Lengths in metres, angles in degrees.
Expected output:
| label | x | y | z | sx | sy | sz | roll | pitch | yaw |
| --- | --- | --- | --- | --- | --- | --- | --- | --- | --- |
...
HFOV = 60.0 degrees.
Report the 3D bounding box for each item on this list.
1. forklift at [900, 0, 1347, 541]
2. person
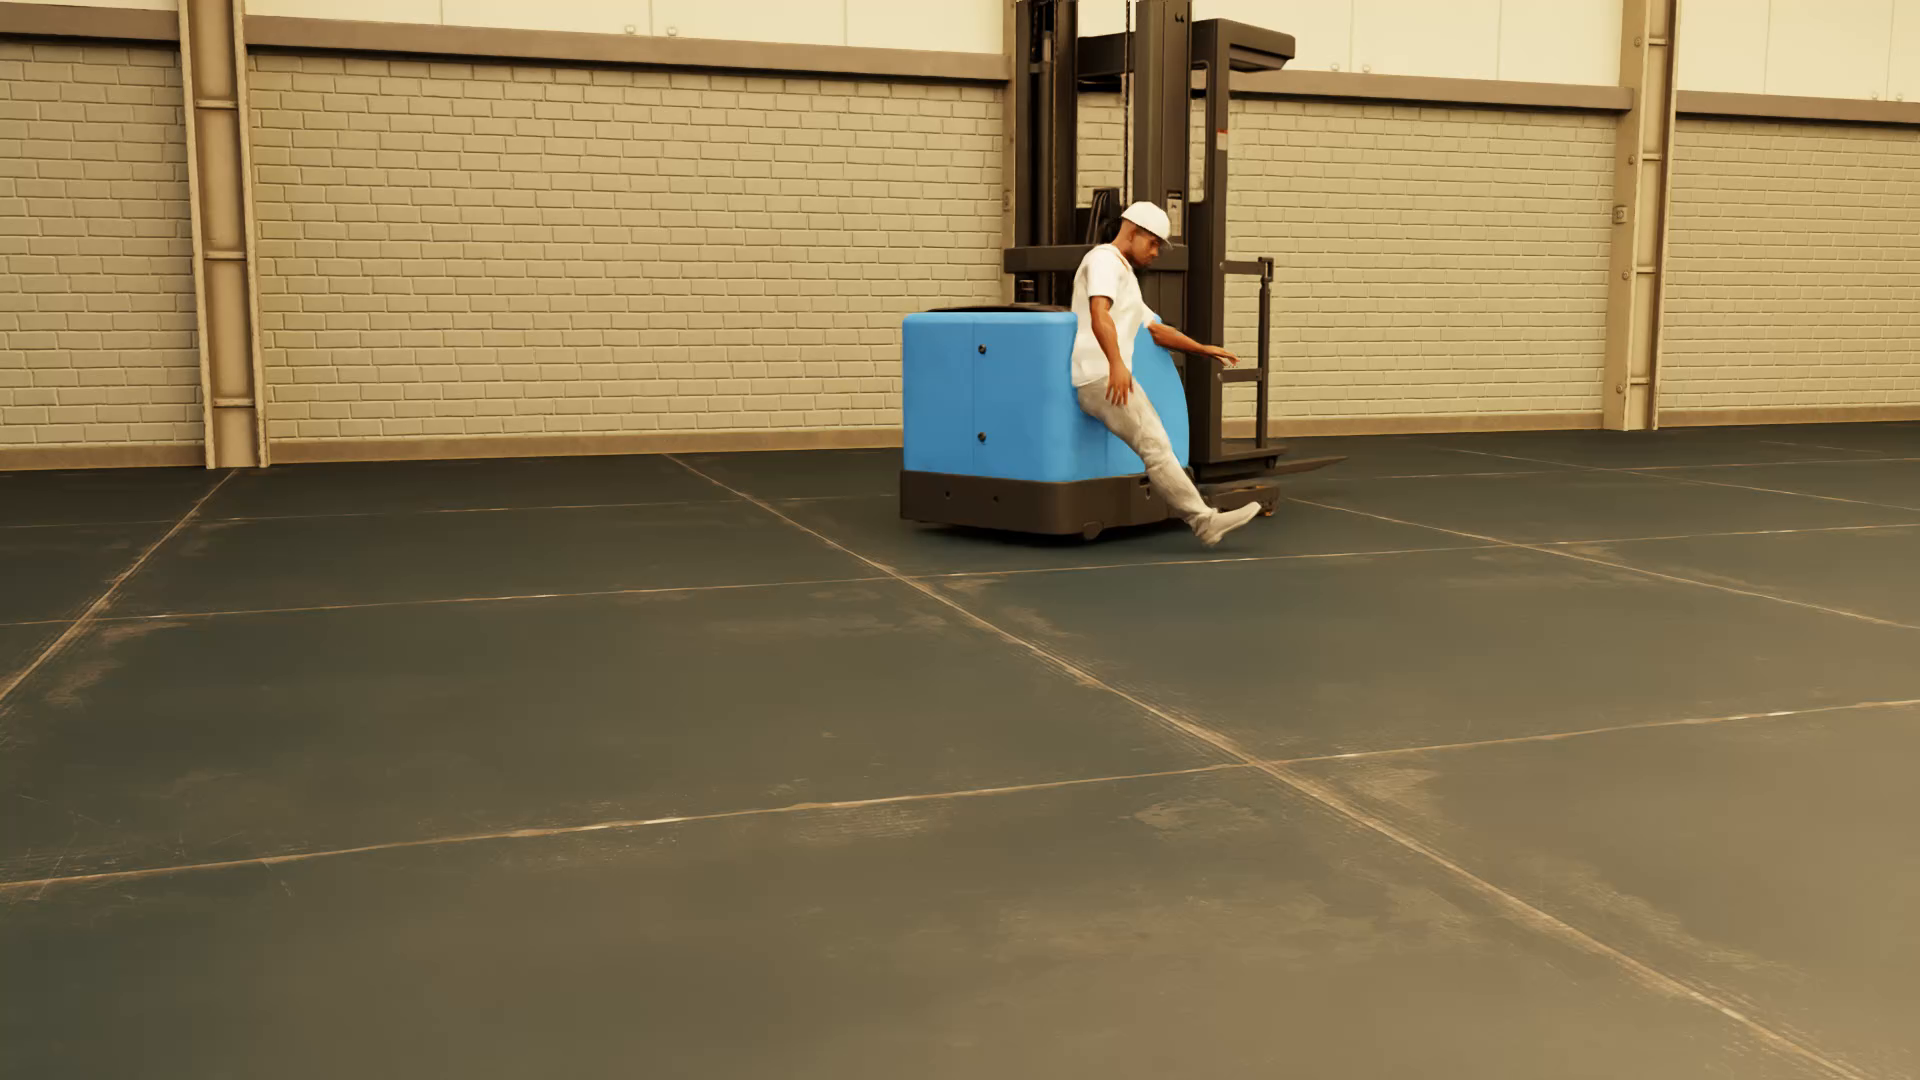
| label | x | y | z | sx | sy | sz | roll | pitch | yaw |
| --- | --- | --- | --- | --- | --- | --- | --- | --- | --- |
| forklift | 1.053 | -1.598 | 8.797 | 1.130 | 2.935 | 3.031 | 7 | 10 | 41 |
| person | 0.942 | -0.783 | 7.710 | 0.965 | 1.551 | 0.970 | 2 | 8 | 13 |
